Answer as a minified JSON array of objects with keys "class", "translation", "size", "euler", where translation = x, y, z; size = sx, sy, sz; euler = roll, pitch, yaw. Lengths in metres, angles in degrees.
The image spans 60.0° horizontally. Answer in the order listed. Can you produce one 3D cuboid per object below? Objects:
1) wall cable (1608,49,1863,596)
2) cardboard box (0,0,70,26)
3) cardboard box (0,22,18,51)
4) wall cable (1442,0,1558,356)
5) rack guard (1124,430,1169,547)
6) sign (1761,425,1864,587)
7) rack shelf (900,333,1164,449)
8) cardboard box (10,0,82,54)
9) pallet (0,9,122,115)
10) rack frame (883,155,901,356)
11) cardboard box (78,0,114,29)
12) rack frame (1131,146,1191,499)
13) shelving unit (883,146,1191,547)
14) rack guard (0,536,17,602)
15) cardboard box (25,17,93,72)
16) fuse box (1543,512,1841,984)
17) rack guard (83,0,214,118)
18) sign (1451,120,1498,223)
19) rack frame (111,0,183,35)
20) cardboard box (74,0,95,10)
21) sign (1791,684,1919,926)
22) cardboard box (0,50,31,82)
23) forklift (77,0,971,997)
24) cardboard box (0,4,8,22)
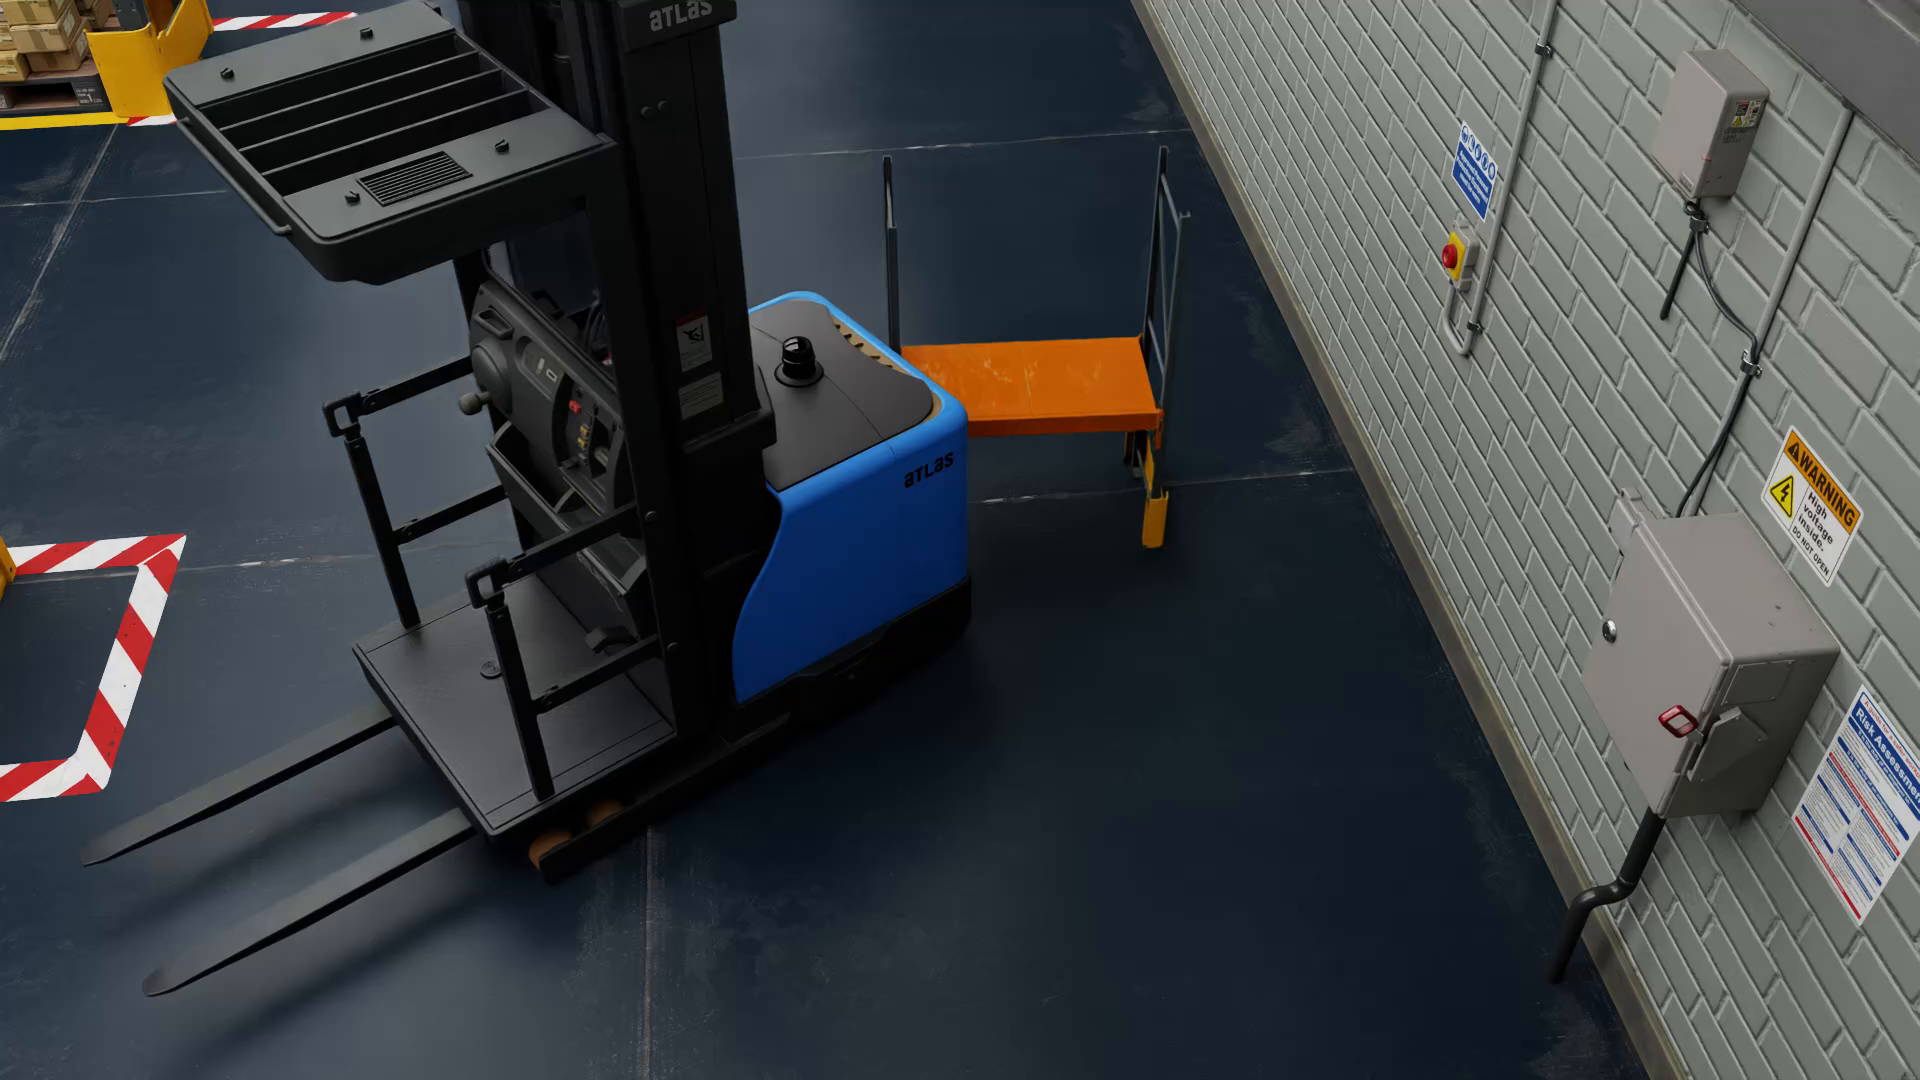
[{"class":"wall cable","translation":[1.907,-0.566,4.380],"size":[0.122,1.984,0.588],"euler":[-5,42,-6]},{"class":"cardboard box","translation":[-5.111,-3.007,9.215],"size":[0.250,0.149,0.380],"euler":[-5,42,-5]},{"class":"cardboard box","translation":[-5.371,-2.889,9.306],"size":[0.250,0.149,0.380],"euler":[-6,42,-7]},{"class":"wall cable","translation":[1.711,-1.519,5.412],"size":[0.123,1.953,0.585],"euler":[-5,42,-6]},{"class":"rack guard","translation":[0.764,-0.261,6.853],"size":[0.087,0.250,0.587],"euler":[-3,42,-3]},{"class":"sign","translation":[2.037,-0.084,3.986],"size":[0.001,0.242,0.339],"euler":[-5,42,-6]},{"class":"rack shelf","translation":[0.258,-0.568,6.529],"size":[1.000,0.185,0.538],"euler":[-3,42,-3]},{"class":"cardboard box","translation":[-5.105,-2.876,9.292],"size":[0.250,0.149,0.380],"euler":[-6,42,-7]},{"class":"pallet","translation":[-5.504,-2.814,9.712],"size":[1.213,0.211,1.003],"euler":[-5,42,-6]},{"class":"rack frame","translation":[-0.249,-0.678,6.382],"size":[0.032,1.500,0.500],"euler":[-3,42,-3]},{"class":"cardboard box","translation":[-5.180,-3.168,9.837],"size":[0.250,0.149,0.380],"euler":[-4,42,-5]},{"class":"rack frame","translation":[0.765,-0.725,6.434],"size":[0.032,1.500,0.500],"euler":[-3,42,-3]},{"class":"shelving unit","translation":[0.267,-0.702,6.409],"size":[1.083,1.500,0.587],"euler":[-3,42,-3]},{"class":"rack guard","translation":[-3.853,0.301,6.043],"size":[0.348,0.500,1.175],"euler":[-5,42,-6]},{"class":"cardboard box","translation":[-5.114,-2.817,9.448],"size":[0.250,0.149,0.380],"euler":[-4,42,-5]},{"class":"fuse box","translation":[1.839,0.756,4.634],"size":[0.414,1.711,0.539],"euler":[-5,42,-6]},{"class":"rack guard","translation":[-4.694,-2.969,9.668],"size":[0.348,0.500,1.175],"euler":[-5,42,-6]},{"class":"sign","translation":[1.766,-1.268,5.714],"size":[0.001,0.218,0.327],"euler":[-5,42,-6]},{"class":"rack frame","translation":[-4.619,-3.903,8.838],"size":[0.127,3.000,1.000],"euler":[-5,42,-6]},{"class":"cardboard box","translation":[-5.172,-3.236,9.691],"size":[0.250,0.149,0.380],"euler":[-3,42,-4]},{"class":"sign","translation":[2.108,0.623,3.890],"size":[0.001,0.494,0.329],"euler":[-5,42,-6]},{"class":"cardboard box","translation":[-5.356,-2.727,9.349],"size":[0.250,0.149,0.380],"euler":[-4,42,-4]},{"class":"forklift","translation":[-1.427,-0.377,4.980],"size":[3.031,2.935,1.130],"euler":[-28,49,-28]},{"class":"cardboard box","translation":[-5.368,-3.024,9.233],"size":[0.250,0.149,0.380],"euler":[-4,42,-5]}]
